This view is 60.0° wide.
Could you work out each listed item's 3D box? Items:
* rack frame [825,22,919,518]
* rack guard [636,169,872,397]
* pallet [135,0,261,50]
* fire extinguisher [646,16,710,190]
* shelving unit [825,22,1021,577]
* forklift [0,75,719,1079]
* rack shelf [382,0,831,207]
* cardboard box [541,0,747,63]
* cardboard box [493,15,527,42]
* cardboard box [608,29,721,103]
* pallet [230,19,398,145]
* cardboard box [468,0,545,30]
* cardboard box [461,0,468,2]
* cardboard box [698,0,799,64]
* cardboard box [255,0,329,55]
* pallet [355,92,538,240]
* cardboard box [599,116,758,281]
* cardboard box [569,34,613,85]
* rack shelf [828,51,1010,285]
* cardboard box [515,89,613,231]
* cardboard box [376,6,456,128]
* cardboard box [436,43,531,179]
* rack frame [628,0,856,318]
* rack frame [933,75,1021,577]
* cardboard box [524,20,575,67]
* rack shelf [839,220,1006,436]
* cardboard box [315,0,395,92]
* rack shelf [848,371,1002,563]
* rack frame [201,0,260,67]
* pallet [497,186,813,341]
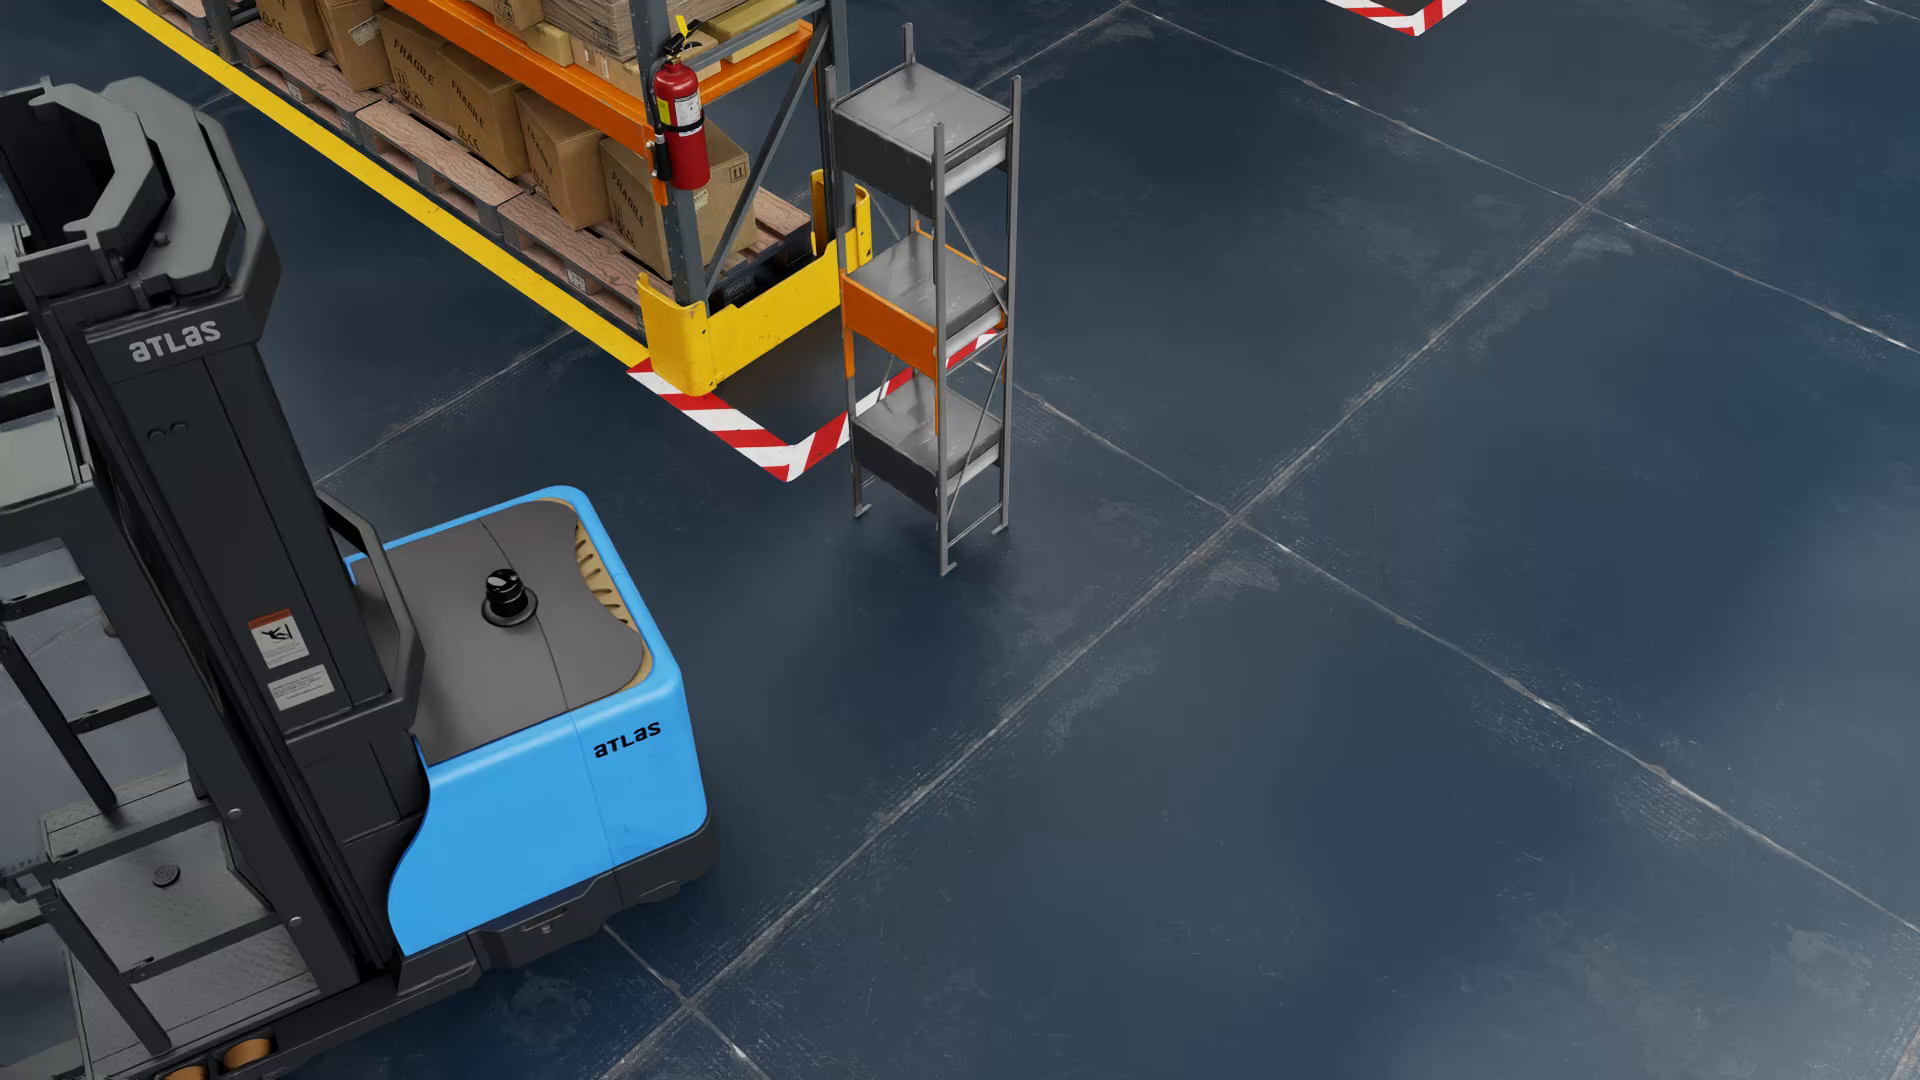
[{"bbox_3d":[-0.301,-0.921,6.283,0.015,2.100,0.400,34,55,28],"label":"rack frame"},{"bbox_3d":[-0.914,-1.192,7.635,0.348,0.500,1.175,34,55,28],"label":"rack guard"},{"bbox_3d":[-4.370,-3.418,9.923,1.213,0.211,1.003,34,55,28],"label":"pallet"},{"bbox_3d":[-1.086,-1.680,6.432,0.183,0.674,0.296,34,55,28],"label":"fire extinguisher"},{"bbox_3d":[-0.122,-0.801,6.170,0.503,2.100,0.431,34,55,28],"label":"shelving unit"},{"bbox_3d":[-2.378,0.343,4.526,3.031,2.935,1.130,-21,50,-19],"label":"forklift"},{"bbox_3d":[-2.328,-2.753,7.879,4.000,0.370,1.077,34,55,28],"label":"rack shelf"},{"bbox_3d":[-1.243,-2.433,6.813,0.500,0.500,0.875,34,55,28],"label":"cardboard box"},{"bbox_3d":[-1.783,-2.306,7.139,0.250,0.149,0.380,34,55,28],"label":"cardboard box"},{"bbox_3d":[-1.207,-1.955,6.808,0.250,0.149,0.380,34,55,28],"label":"cardboard box"},{"bbox_3d":[-3.280,-2.720,9.268,1.213,0.211,1.003,34,55,28],"label":"pallet"},{"bbox_3d":[-1.692,-2.616,6.984,0.500,0.500,0.875,34,55,28],"label":"cardboard box"},{"bbox_3d":[-2.137,-2.564,7.380,0.250,0.149,0.380,34,55,28],"label":"cardboard box"},{"bbox_3d":[-0.906,-2.193,7.032,0.250,0.149,0.380,34,55,28],"label":"cardboard box"},{"bbox_3d":[-3.531,-3.057,9.098,0.500,0.500,0.500,32,55,27],"label":"cardboard box"},{"bbox_3d":[-2.379,-2.117,8.702,1.213,0.211,1.003,34,55,28],"label":"pallet"},{"bbox_3d":[-1.305,-1.616,7.745,0.500,0.500,0.500,-28,53,-24],"label":"cardboard box"},{"bbox_3d":[-1.391,-2.078,6.925,0.250,0.149,0.380,34,55,28],"label":"cardboard box"},{"bbox_3d":[-0.122,-1.270,5.670,0.480,0.518,0.431,34,55,28],"label":"rack shelf"},{"bbox_3d":[-1.768,-1.893,8.005,0.500,0.500,0.500,-25,52,-21],"label":"cardboard box"},{"bbox_3d":[-2.595,-2.513,8.587,0.500,0.500,0.500,29,53,25],"label":"cardboard box"},{"bbox_3d":[-2.215,-2.213,8.305,0.500,0.500,0.500,-33,55,-27],"label":"cardboard box"},{"bbox_3d":[-0.858,-2.010,6.688,0.127,3.000,1.000,34,55,28],"label":"rack frame"},{"bbox_3d":[0.058,-0.680,6.057,0.015,2.100,0.400,34,55,28],"label":"rack frame"},{"bbox_3d":[-1.609,-2.174,7.015,0.250,0.149,0.380,34,55,28],"label":"cardboard box"},{"bbox_3d":[-0.122,-0.791,6.180,0.480,0.518,0.431,34,55,28],"label":"rack shelf"},{"bbox_3d":[-3.104,-2.778,8.836,0.500,0.500,0.500,-22,51,-19],"label":"cardboard box"},{"bbox_3d":[-0.122,-0.312,6.690,0.480,0.518,0.431,34,55,28],"label":"rack shelf"},{"bbox_3d":[-3.797,-3.988,8.545,0.127,3.000,1.000,34,55,28],"label":"rack frame"},{"bbox_3d":[-1.487,-1.514,8.135,1.213,0.211,1.003,34,55,28],"label":"pallet"}]
